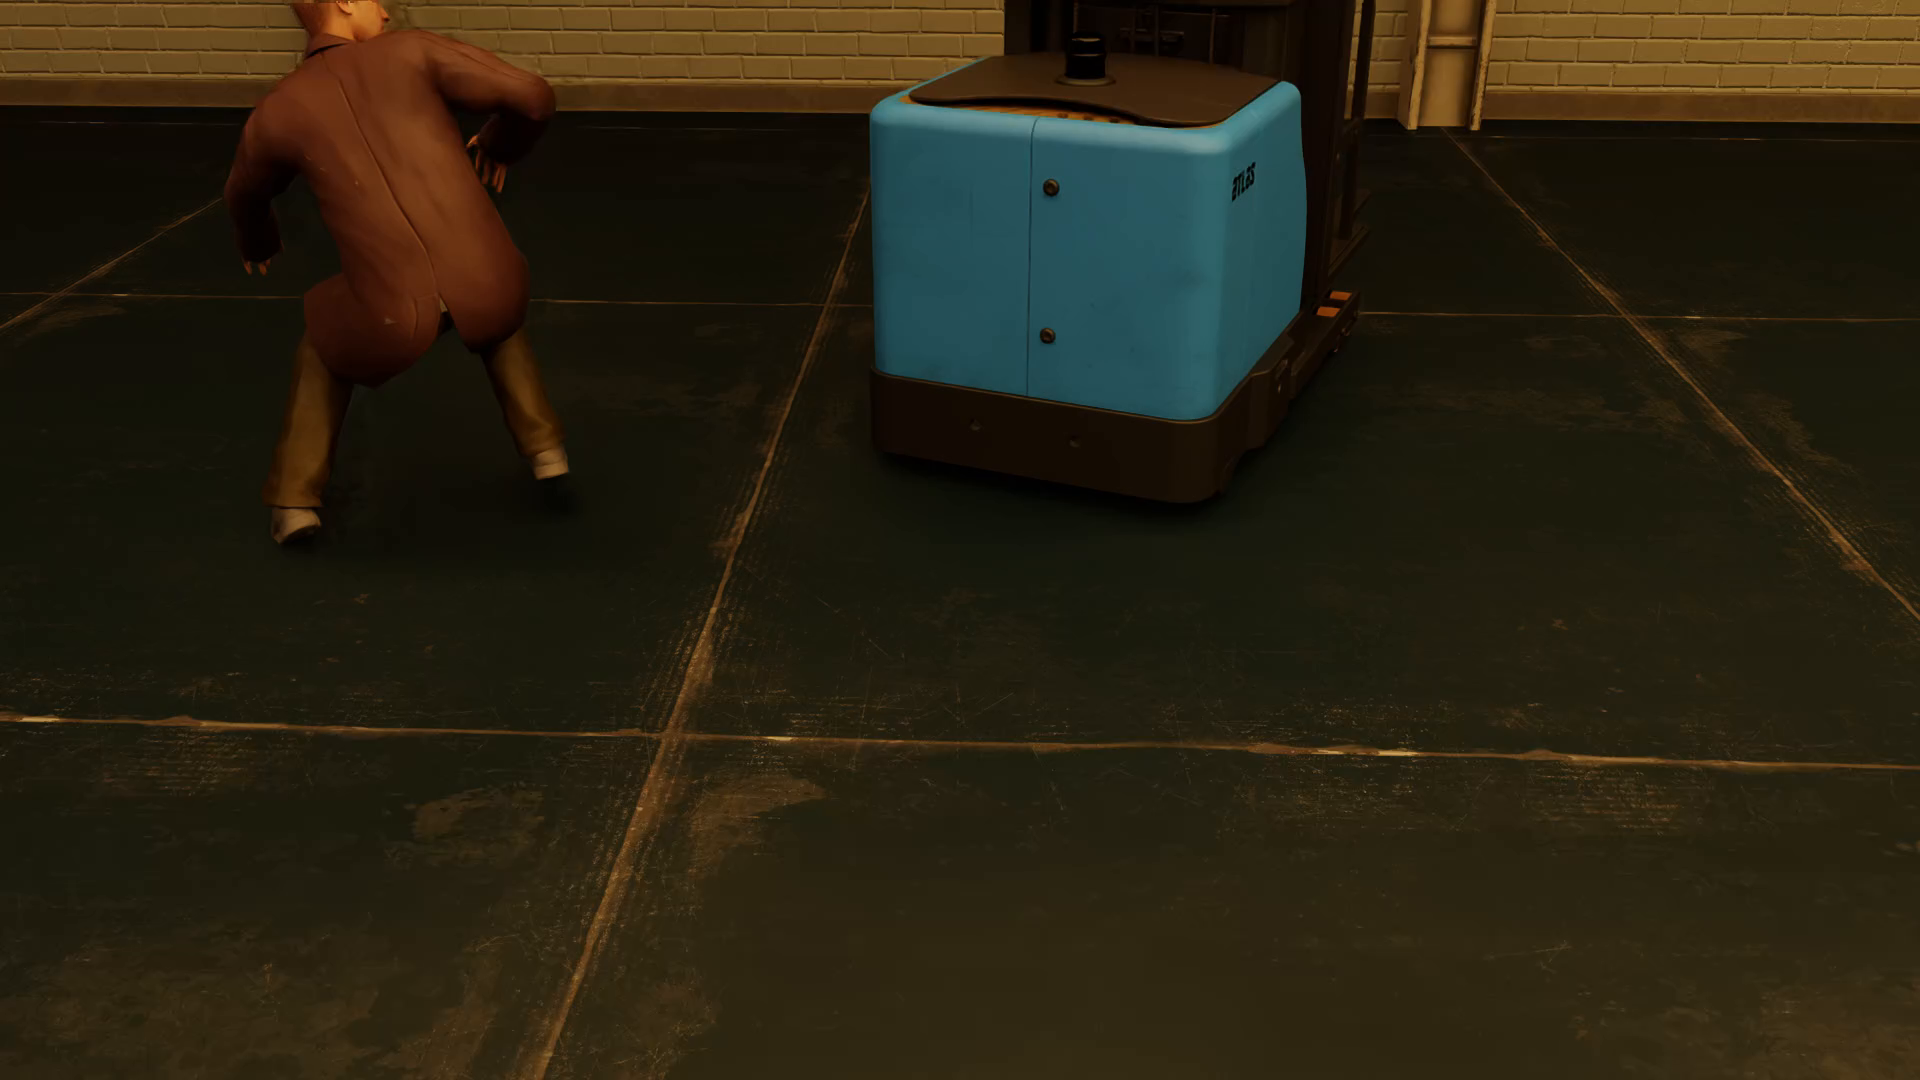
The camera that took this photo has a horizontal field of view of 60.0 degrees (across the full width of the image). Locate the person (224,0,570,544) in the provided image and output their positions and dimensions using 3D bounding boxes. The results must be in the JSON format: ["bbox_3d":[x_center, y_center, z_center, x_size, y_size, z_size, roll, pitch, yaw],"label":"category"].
[{"bbox_3d":[-1.500,-0.750,4.411,0.879,1.548,0.861,-9,28,-18],"label":"person"}]

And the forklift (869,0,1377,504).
[{"bbox_3d":[0.800,-2.039,5.343,1.130,2.935,3.031,11,28,21],"label":"forklift"}]
